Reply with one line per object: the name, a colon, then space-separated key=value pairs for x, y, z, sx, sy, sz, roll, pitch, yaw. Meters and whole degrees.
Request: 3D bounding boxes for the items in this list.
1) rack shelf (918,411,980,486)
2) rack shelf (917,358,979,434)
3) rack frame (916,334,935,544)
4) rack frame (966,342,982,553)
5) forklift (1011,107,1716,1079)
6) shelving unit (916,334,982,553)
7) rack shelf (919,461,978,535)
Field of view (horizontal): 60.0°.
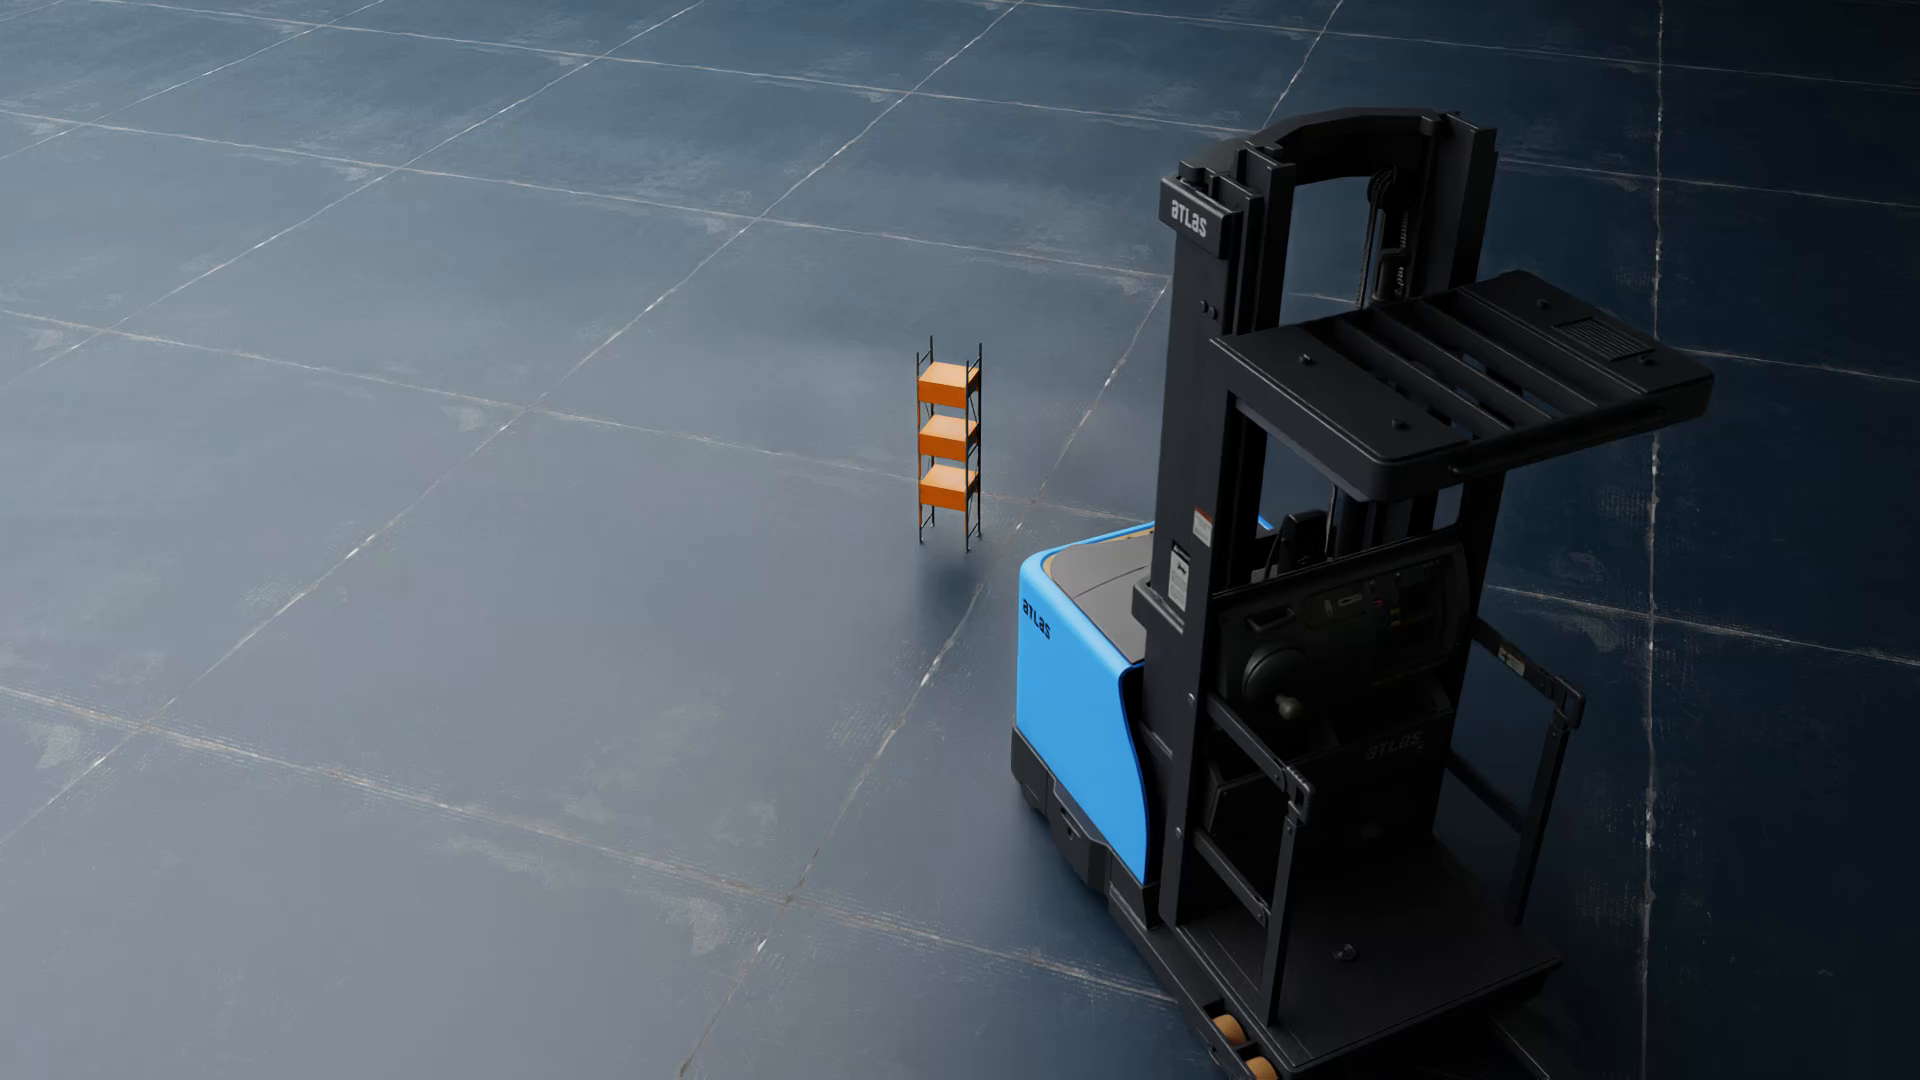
rack shelf: x=-0.050 y=-0.442 z=7.986 sx=0.240 sy=0.259 sz=0.215 roll=11 pitch=34 yaw=16
rack shelf: x=-0.050 y=-0.680 z=7.832 sx=0.240 sy=0.259 sz=0.215 roll=11 pitch=34 yaw=16
rack frame: x=-0.165 y=-0.473 z=8.015 sx=0.008 sy=1.050 sz=0.200 roll=11 pitch=34 yaw=16
rack frame: x=0.064 y=-0.429 z=7.946 sx=0.008 sy=1.050 sz=0.200 roll=11 pitch=34 yaw=16
forklift: x=1.296 y=0.339 z=5.023 sx=1.130 sy=2.935 sz=3.031 roll=-15 pitch=36 yaw=-21
shelving unit: x=-0.050 y=-0.451 z=7.980 sx=0.252 sy=1.050 sz=0.215 roll=11 pitch=34 yaw=16
rack shelf: x=-0.050 y=-0.208 z=8.137 sx=0.240 sy=0.259 sz=0.215 roll=11 pitch=34 yaw=16
